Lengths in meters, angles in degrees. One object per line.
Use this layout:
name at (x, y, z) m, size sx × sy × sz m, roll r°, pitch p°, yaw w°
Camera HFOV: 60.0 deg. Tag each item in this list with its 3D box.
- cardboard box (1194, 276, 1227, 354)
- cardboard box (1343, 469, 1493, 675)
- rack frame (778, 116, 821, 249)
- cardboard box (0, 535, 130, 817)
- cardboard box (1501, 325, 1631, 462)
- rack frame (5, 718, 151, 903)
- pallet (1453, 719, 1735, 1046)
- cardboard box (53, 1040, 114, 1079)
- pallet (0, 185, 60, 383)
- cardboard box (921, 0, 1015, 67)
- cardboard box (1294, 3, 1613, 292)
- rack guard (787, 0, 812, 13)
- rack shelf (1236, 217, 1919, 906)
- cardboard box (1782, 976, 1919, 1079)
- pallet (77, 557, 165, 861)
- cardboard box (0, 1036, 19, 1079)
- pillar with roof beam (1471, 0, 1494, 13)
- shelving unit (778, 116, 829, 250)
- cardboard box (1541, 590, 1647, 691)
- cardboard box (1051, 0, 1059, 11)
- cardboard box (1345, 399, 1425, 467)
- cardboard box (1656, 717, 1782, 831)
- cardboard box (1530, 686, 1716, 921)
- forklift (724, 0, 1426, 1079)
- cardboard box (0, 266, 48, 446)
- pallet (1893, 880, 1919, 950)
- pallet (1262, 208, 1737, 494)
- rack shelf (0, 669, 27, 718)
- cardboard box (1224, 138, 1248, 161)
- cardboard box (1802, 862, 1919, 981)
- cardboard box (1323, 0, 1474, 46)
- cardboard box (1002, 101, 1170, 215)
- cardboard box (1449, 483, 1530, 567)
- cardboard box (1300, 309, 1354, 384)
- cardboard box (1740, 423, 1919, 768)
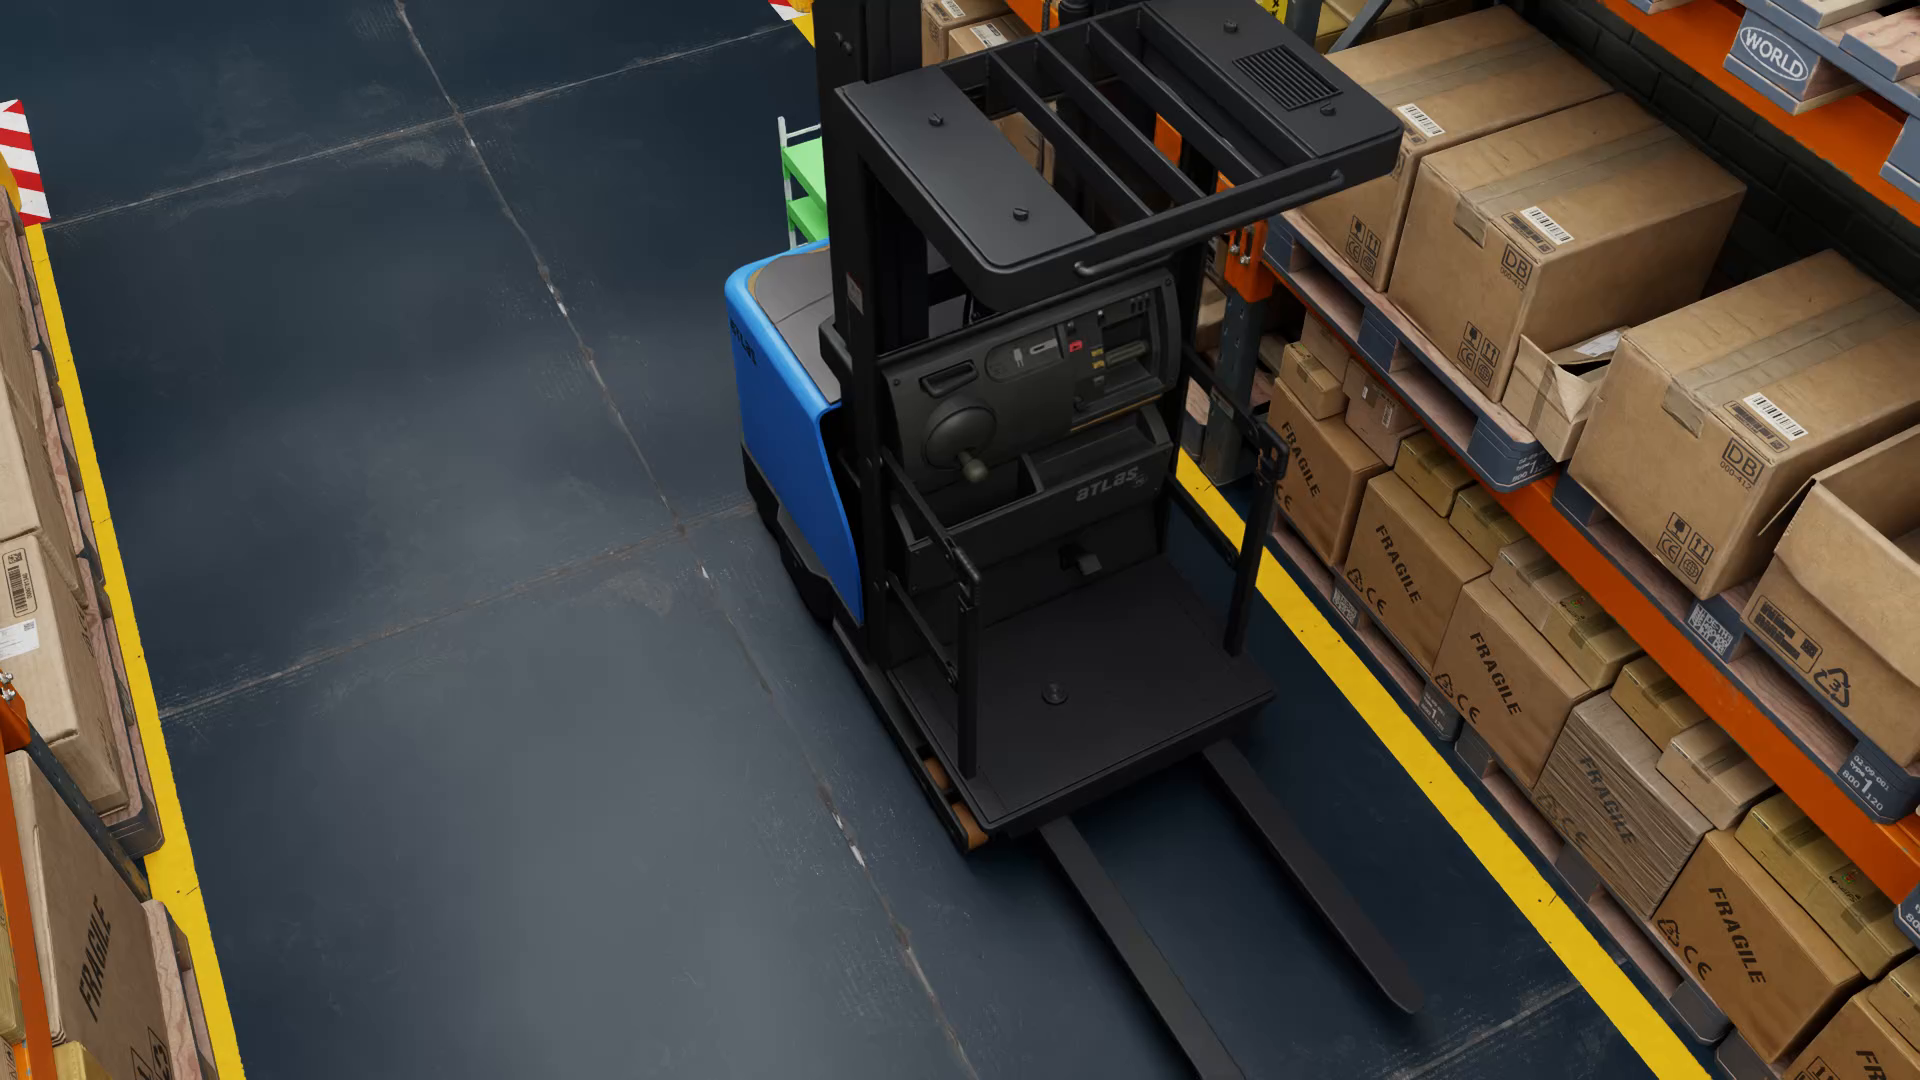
cardboard box at (0.891, -0.870, 6.633) m, size 0.380 × 0.149 × 0.250 m, roll -23°, pitch 53°, yaw -19°
cardboard box at (1.680, 0.041, 5.603) m, size 0.500 × 0.500 × 0.500 m, roll -22°, pitch 52°, yaw -18°
rack frame at (-0.547, -1.163, 6.470) m, size 0.240 × 1.200 × 0.015 m, roll -22°, pitch 52°, yaw -18°
cardboard box at (-3.197, 0.562, 5.189) m, size 0.875 × 0.438 × 0.875 m, roll -22°, pitch 52°, yaw -18°
cardboard box at (1.701, -0.430, 4.444) m, size 0.396 × 0.266 × 0.258 m, roll -19°, pitch 51°, yaw -16°
rack frame at (-3.005, 0.314, 3.983) m, size 1.000 × 3.000 × 0.127 m, roll -21°, pitch 52°, yaw -18°
pallet at (2.375, 0.869, 5.350) m, size 1.003 × 0.211 × 1.213 m, roll -21°, pitch 52°, yaw -18°
cardboard box at (-2.230, 1.864, 3.759) m, size 0.875 × 0.875 × 0.875 m, roll -20°, pitch 52°, yaw -16°
pallet at (-4.400, -0.937, 6.929) m, size 1.003 × 0.211 × 1.213 m, roll -21°, pitch 52°, yaw -18°
cardboard box at (0.128, -2.363, 7.706) m, size 0.700 × 0.500 × 0.500 m, roll -19°, pitch 52°, yaw -16°
cardboard box at (1.429, -1.169, 4.934) m, size 0.700 × 0.500 × 0.500 m, roll -20°, pitch 52°, yaw -17°
rack guard at (-0.389, -3.202, 8.718) m, size 1.175 × 0.500 × 0.348 m, roll -21°, pitch 52°, yaw -18°
rack shelf at (2.322, 0.177, 4.580) m, size 1.077 × 0.370 × 4.000 m, roll -21°, pitch 52°, yaw -18°
cardboard box at (2.633, 1.416, 4.400) m, size 0.500 × 0.500 × 0.500 m, roll -22°, pitch 52°, yaw -18°
pallet at (-3.284, 0.696, 5.501) m, size 1.003 × 0.211 × 1.213 m, roll -21°, pitch 52°, yaw -18°
cardboard box at (-2.130, 1.262, 3.253) m, size 0.500 × 0.250 × 0.500 m, roll -22°, pitch 53°, yaw -18°
pillar with roof beam at (-1.938, -2.667, 2.604) m, size 9.100 × 9.000 × 0.400 m, roll -21°, pitch 52°, yaw -18°
shelving unit at (-0.431, -1.001, 6.328) m, size 0.258 × 1.200 × 0.503 m, roll -22°, pitch 52°, yaw -18°
cardboard box at (1.987, 0.257, 4.983) m, size 0.380 × 0.149 × 0.250 m, roll -19°, pitch 52°, yaw -16°
cardboard box at (0.519, -2.121, 6.279) m, size 0.380 × 0.149 × 0.250 m, roll -22°, pitch 52°, yaw -18°
cardboard box at (1.530, -0.437, 5.590) m, size 0.380 × 0.149 × 0.250 m, roll -22°, pitch 53°, yaw -19°
cardboard box at (2.204, 0.610, 4.675) m, size 0.380 × 0.149 × 0.250 m, roll -23°, pitch 53°, yaw -19°
cardboard box at (2.137, 0.725, 5.004) m, size 0.500 × 0.500 × 0.500 m, roll -23°, pitch 53°, yaw -19°
forklift at (0.329, -0.362, 4.620) m, size 1.130 × 2.935 × 3.031 m, roll -22°, pitch 52°, yaw -18°
cardboard box at (-4.018, -0.641, 6.241) m, size 0.875 × 0.438 × 0.875 m, roll -20°, pitch 52°, yaw -17°
pallet at (2.864, 0.913, 3.587) m, size 1.213 × 0.211 × 1.003 m, roll -21°, pitch 52°, yaw -18°
pallet at (1.675, -0.763, 5.052) m, size 1.003 × 0.211 × 1.213 m, roll -21°, pitch 52°, yaw -18°
rack shelf at (-3.920, -0.788, 5.424) m, size 1.077 × 0.370 × 4.000 m, roll -21°, pitch 52°, yaw -18°
cardboard box at (1.036, -1.442, 5.685) m, size 0.380 × 0.149 × 0.250 m, roll -21°, pitch 52°, yaw -17°
cardboard box at (2.472, 0.951, 4.376) m, size 0.380 × 0.149 × 0.250 m, roll -20°, pitch 52°, yaw -16°
cardboard box at (1.420, -1.871, 5.796) m, size 0.500 × 0.250 × 0.500 m, roll -22°, pitch 52°, yaw -18°
cardboard box at (0.603, -1.668, 7.098) m, size 0.700 × 0.500 × 0.500 m, roll -23°, pitch 53°, yaw -19°
cardboard box at (1.795, -0.090, 5.287) m, size 0.380 × 0.149 × 0.250 m, roll -22°, pitch 52°, yaw -18°
cardboard box at (1.388, -0.714, 5.635) m, size 0.380 × 0.149 × 0.250 m, roll -22°, pitch 52°, yaw -18°
cardboard box at (2.326, 0.078, 3.842) m, size 0.797 × 0.503 × 0.637 m, roll -22°, pitch 52°, yaw -18°
